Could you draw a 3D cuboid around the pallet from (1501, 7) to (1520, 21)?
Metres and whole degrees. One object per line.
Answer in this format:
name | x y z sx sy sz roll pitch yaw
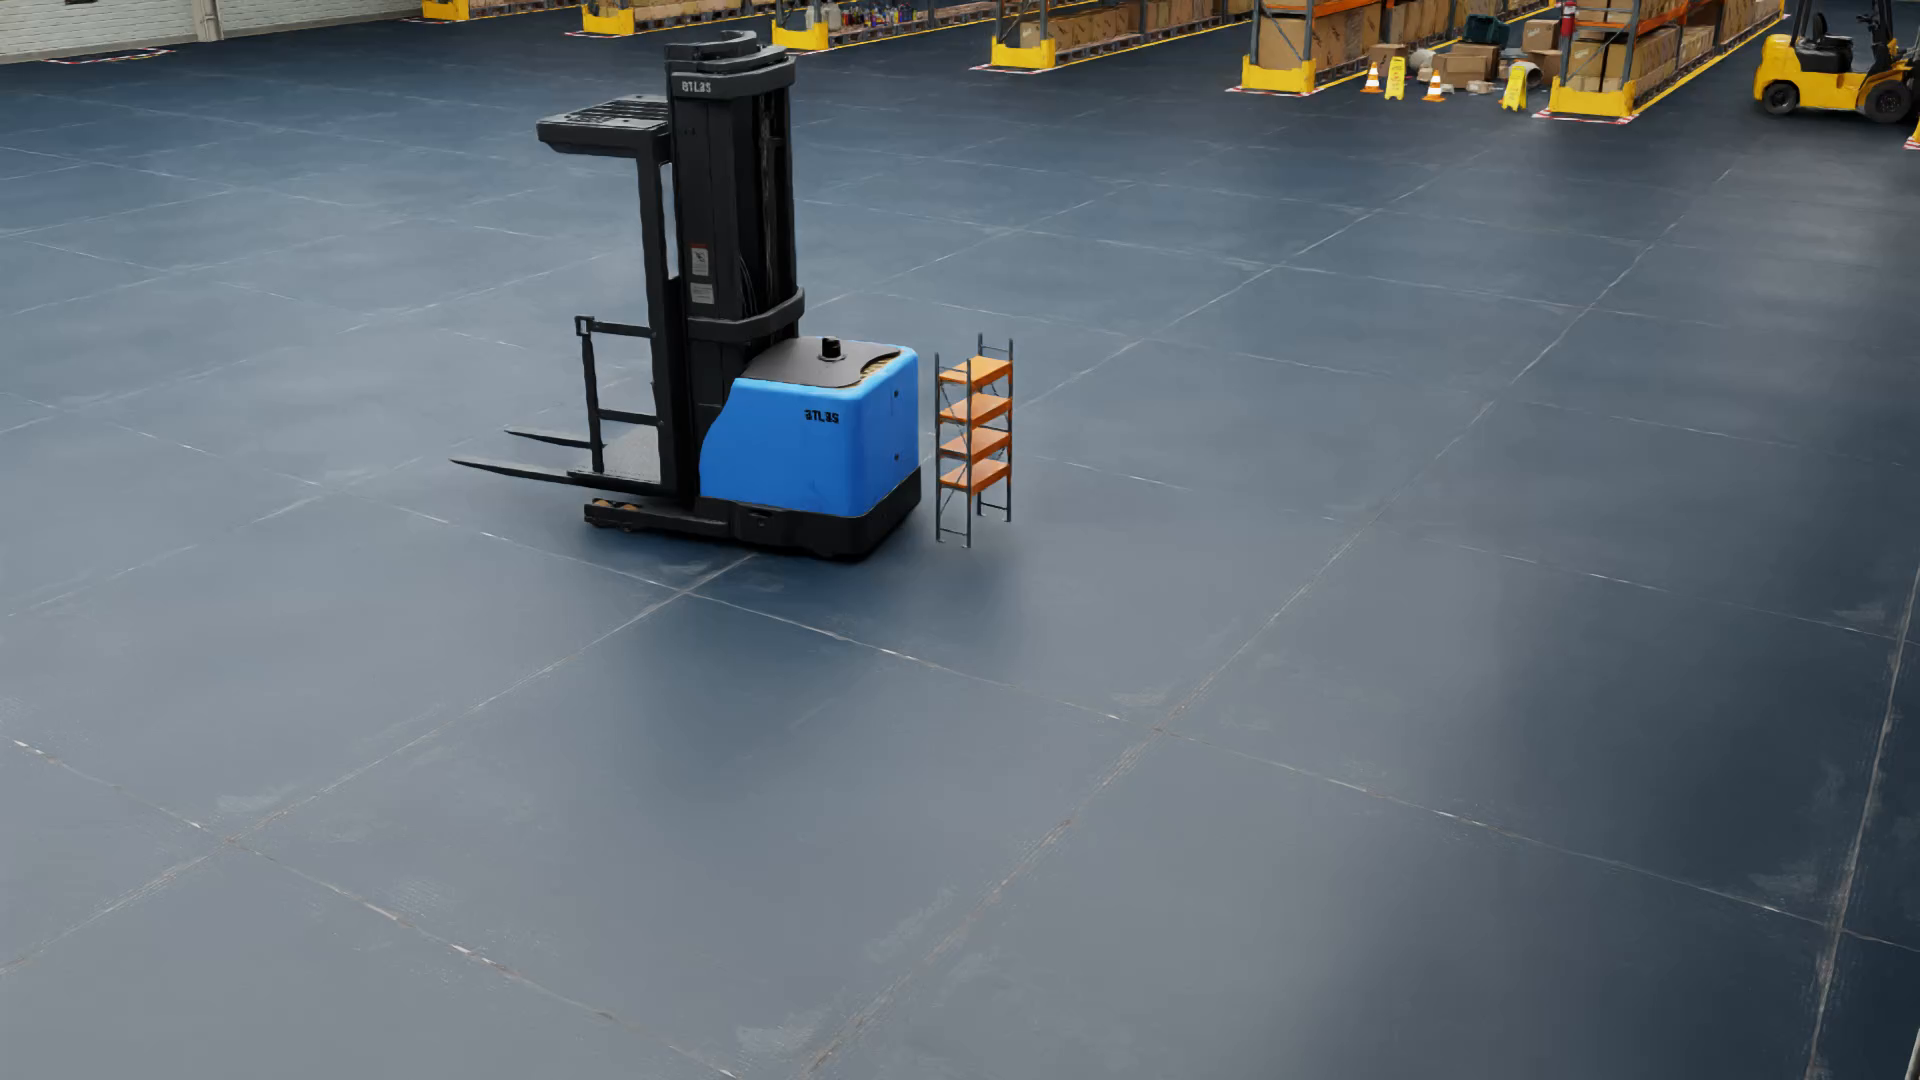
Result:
pallet | 11.908 -11.843 37.341 1.003 0.211 1.213 14 27 29

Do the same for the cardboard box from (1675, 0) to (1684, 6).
cardboard box | 11.587 -8.812 27.146 0.380 0.149 0.250 15 27 30

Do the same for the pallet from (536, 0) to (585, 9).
pallet | -9.745 -12.862 39.696 1.003 0.211 1.213 14 27 29

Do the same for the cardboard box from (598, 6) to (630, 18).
cardboard box | -7.288 -11.163 35.193 0.500 0.250 0.500 14 27 29

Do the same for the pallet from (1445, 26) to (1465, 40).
pallet | 9.888 -10.522 34.290 1.003 0.211 1.213 14 27 29

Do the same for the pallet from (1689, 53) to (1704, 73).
pallet | 12.675 -8.582 29.808 1.003 0.211 1.213 14 27 29

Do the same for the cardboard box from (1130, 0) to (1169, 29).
cardboard box | 3.814 -10.676 33.729 0.700 0.500 0.500 14 27 29

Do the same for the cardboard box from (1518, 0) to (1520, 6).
cardboard box | 12.480 -12.207 37.733 0.380 0.149 0.250 13 26 27

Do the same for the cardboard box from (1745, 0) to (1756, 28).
cardboard box | 15.584 -10.877 33.745 0.875 0.875 0.875 15 27 31

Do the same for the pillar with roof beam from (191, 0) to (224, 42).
pillar with roof beam | -11.404 -13.269 29.575 9.100 9.000 0.400 14 27 29

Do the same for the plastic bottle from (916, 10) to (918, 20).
plastic bottle | -0.931 -11.030 34.921 0.097 0.201 0.097 0 23 0

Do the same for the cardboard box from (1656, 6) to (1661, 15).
cardboard box | 10.732 -8.307 25.979 0.380 0.149 0.250 13 27 28

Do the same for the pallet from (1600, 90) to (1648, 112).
pallet | 10.012 -6.848 25.803 1.003 0.211 1.213 14 27 29

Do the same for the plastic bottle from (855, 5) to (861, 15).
plastic bottle | -2.106 -10.893 34.418 0.144 0.351 0.185 14 27 29

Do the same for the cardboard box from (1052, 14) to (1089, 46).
cardboard box | 2.070 -9.581 31.224 0.500 0.500 0.500 17 29 34

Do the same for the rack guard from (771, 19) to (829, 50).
rack guard | -3.114 -9.838 32.347 1.175 0.500 0.348 14 27 29

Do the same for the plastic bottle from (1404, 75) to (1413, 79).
plastic bottle | 7.624 -7.934 28.500 0.283 0.061 0.133 5 24 11

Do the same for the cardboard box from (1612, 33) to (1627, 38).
cardboard box | 10.259 -7.781 26.436 0.500 0.500 0.500 13 27 28

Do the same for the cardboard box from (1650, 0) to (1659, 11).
cardboard box | 10.269 -8.295 25.135 0.500 0.500 0.500 15 27 31

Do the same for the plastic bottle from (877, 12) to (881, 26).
plastic bottle | -1.659 -10.596 33.831 0.097 0.271 0.097 0 23 0

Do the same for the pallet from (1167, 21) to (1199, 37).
pallet | 4.256 -10.659 34.606 1.003 0.211 1.213 14 27 29

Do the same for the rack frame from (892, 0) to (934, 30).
rack frame | -1.004 -12.300 34.887 1.000 3.000 0.127 14 27 29

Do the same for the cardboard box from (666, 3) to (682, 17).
cardboard box | -6.324 -11.393 35.723 0.500 0.250 0.500 14 27 29

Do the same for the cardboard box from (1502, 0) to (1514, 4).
cardboard box | 12.047 -11.965 36.798 0.380 0.149 0.250 15 28 31

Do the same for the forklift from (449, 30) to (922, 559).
forklift | -1.818 -1.583 10.217 3.031 2.935 1.130 8 25 19

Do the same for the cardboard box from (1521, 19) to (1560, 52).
cardboard box | 10.095 -8.748 28.876 0.500 0.500 0.500 14 27 29

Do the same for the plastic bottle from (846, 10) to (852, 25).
plastic bottle | -2.271 -10.674 33.996 0.061 0.283 0.133 14 27 29

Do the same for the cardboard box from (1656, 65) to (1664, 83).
cardboard box | 10.995 -7.508 26.749 0.500 0.250 0.500 14 27 30

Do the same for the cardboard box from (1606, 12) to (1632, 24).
cardboard box | 9.868 -7.791 24.788 0.380 0.149 0.250 14 27 29

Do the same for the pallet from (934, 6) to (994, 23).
pallet | 0.020 -11.707 37.027 1.003 0.211 1.213 14 27 29

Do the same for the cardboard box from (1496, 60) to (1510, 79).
cardboard box | 9.370 -8.105 28.639 0.258 0.266 0.396 -3 24 -7

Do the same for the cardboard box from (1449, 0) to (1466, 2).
cardboard box | 10.044 -11.110 33.812 0.500 0.250 0.500 13 26 27

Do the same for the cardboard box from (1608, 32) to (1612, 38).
cardboard box | 9.986 -7.955 26.022 0.380 0.149 0.250 14 27 30

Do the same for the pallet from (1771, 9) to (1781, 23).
pallet | 17.598 -11.669 36.940 1.003 0.211 1.213 14 27 29

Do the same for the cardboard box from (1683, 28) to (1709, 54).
cardboard box | 13.044 -9.083 30.234 0.950 0.372 0.625 13 27 28

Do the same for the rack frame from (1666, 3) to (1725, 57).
rack frame | 13.733 -10.535 30.810 1.000 3.000 0.127 14 27 29

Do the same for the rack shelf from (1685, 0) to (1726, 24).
rack shelf | 12.678 -9.530 29.394 1.077 0.370 4.000 14 27 29

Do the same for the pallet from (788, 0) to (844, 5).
pallet | -3.568 -13.140 40.337 1.003 0.211 1.213 14 27 29

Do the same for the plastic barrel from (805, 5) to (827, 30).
plastic barrel | -2.832 -10.239 32.729 0.421 0.512 0.421 0 23 0

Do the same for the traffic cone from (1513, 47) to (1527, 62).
traffic cone | 10.391 -9.040 30.550 0.336 0.463 0.334 14 27 29

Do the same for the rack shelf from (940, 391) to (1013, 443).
rack shelf | 0.087 -0.750 10.079 0.258 0.148 0.480 14 27 29

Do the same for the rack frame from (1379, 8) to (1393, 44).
rack frame | 7.364 -10.188 30.009 1.000 3.000 0.127 14 27 29

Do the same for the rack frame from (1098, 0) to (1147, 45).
rack frame | 3.204 -11.262 32.489 1.000 3.000 0.127 14 27 29

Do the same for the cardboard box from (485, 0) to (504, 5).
cardboard box | -10.788 -12.401 37.951 0.500 0.311 0.500 16 28 33

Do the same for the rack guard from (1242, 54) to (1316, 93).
rack guard | 5.242 -7.683 27.368 1.175 0.500 0.348 14 27 29

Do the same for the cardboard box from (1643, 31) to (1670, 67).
cardboard box | 11.004 -7.860 26.619 0.500 0.500 0.500 15 28 32

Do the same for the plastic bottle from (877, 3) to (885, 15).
plastic bottle | -1.660 -11.070 34.827 0.144 0.351 0.185 14 27 29

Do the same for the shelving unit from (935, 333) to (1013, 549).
shelving unit | 0.087 -0.606 10.141 0.258 1.200 0.503 14 27 29

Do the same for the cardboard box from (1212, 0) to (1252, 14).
cardboard box | 5.696 -12.058 36.474 1.225 0.875 0.875 12 26 27

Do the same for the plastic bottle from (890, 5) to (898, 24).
plastic bottle | -1.370 -10.835 34.282 0.144 0.351 0.185 14 27 29

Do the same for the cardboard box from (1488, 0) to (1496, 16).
cardboard box | 11.137 -11.458 35.561 0.500 0.500 0.500 13 27 28

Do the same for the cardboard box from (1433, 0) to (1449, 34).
cardboard box | 9.077 -10.512 33.060 1.050 0.750 0.750 13 27 28

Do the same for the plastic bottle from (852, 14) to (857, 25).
plastic bottle | -2.172 -10.686 34.126 0.097 0.201 0.097 0 23 0

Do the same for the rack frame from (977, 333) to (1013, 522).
rack frame | 0.216 -0.689 10.331 0.240 1.200 0.015 14 27 29

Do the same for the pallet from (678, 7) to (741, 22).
pallet | -5.665 -11.800 37.242 1.003 0.211 1.213 14 27 29

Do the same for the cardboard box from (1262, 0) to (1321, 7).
cardboard box | 5.412 -9.042 27.172 0.875 0.550 0.550 14 27 29
